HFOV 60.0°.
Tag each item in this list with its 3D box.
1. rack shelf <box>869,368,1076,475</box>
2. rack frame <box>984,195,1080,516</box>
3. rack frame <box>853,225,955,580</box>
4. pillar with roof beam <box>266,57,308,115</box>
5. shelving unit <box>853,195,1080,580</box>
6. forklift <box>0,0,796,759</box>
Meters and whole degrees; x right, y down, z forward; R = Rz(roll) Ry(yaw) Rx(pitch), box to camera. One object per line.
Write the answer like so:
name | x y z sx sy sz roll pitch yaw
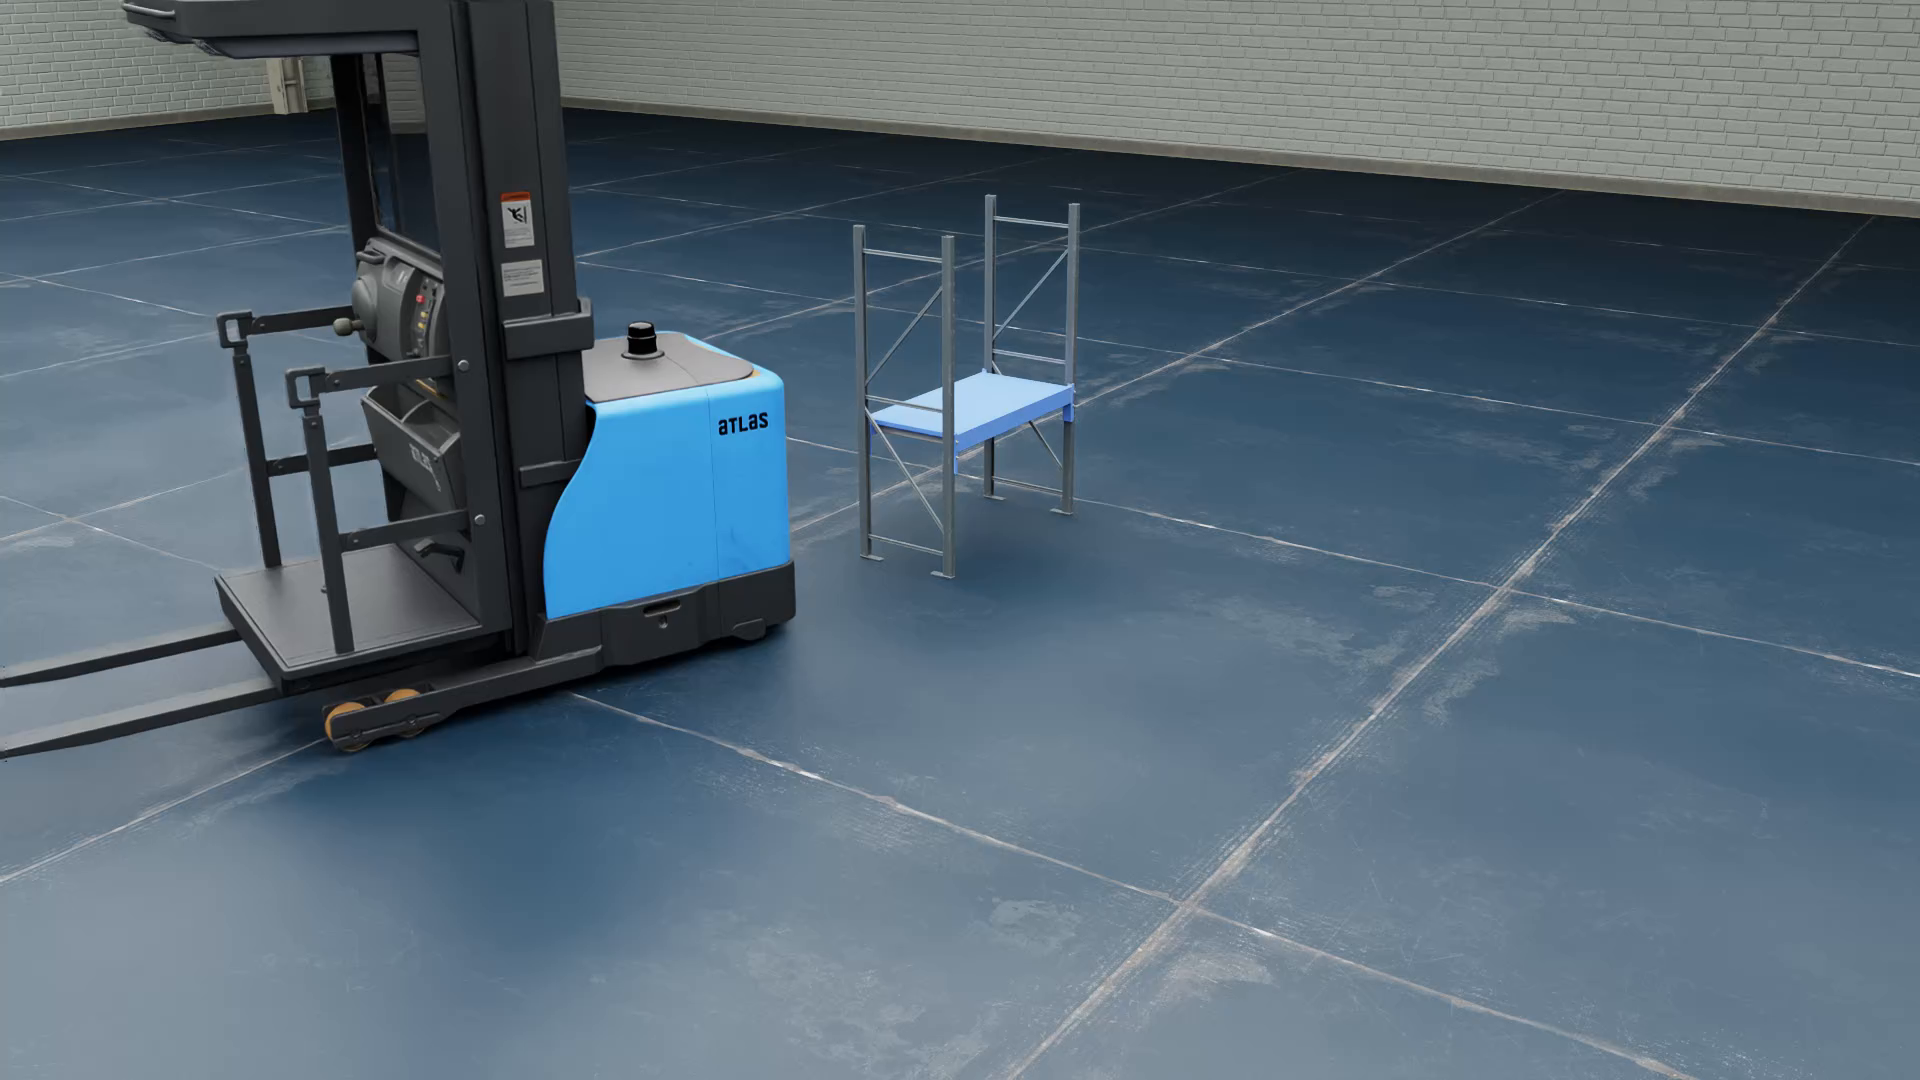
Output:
rack shelf | 0.048 -0.559 7.633 0.538 0.185 1.000 13 24 32
rack frame | 0.334 -0.874 7.965 0.500 1.500 0.032 13 24 32
rack frame | -0.238 -0.582 7.177 0.500 1.500 0.032 13 24 32
pillar with roof beam | -6.665 -9.911 21.588 9.100 9.000 0.400 13 24 32
shelving unit | 0.048 -0.728 7.571 0.538 1.500 1.048 13 24 32
forklift | -2.168 -0.848 5.832 3.031 2.935 1.130 -13 24 -32
